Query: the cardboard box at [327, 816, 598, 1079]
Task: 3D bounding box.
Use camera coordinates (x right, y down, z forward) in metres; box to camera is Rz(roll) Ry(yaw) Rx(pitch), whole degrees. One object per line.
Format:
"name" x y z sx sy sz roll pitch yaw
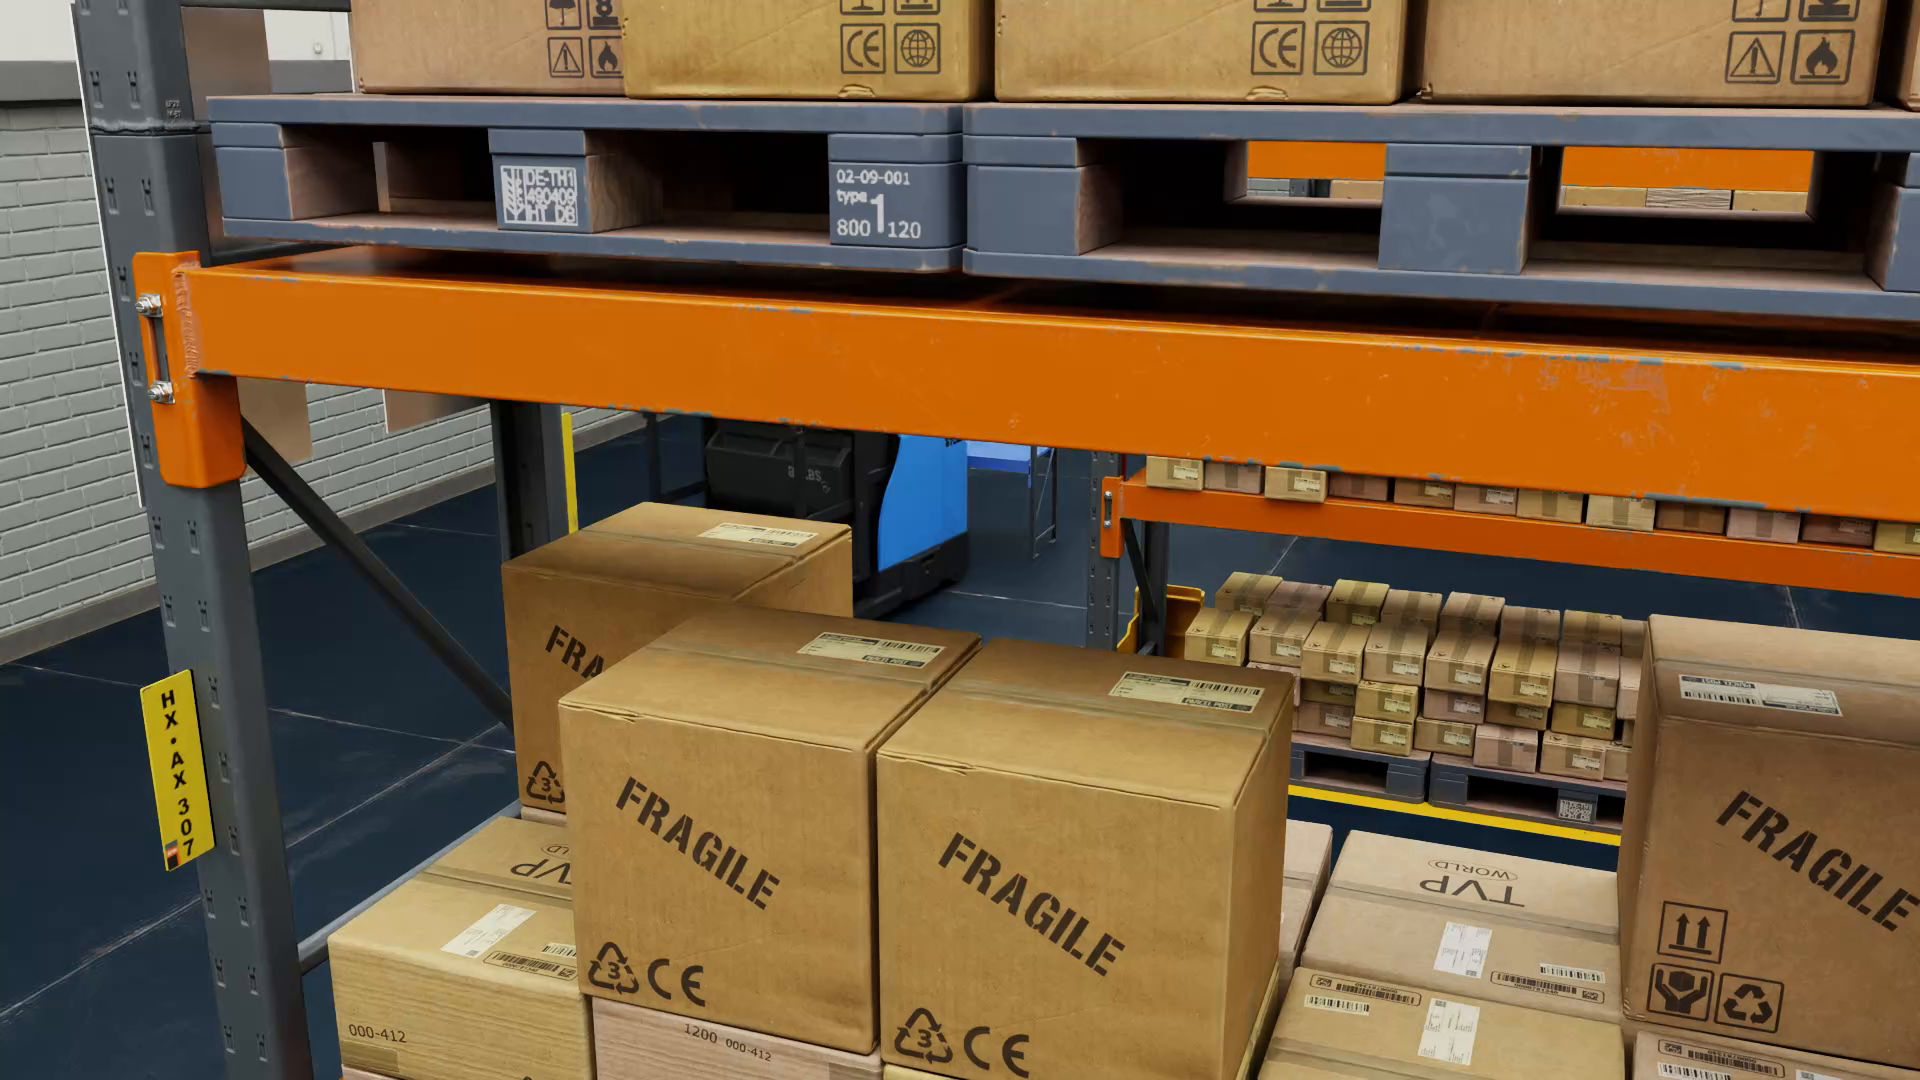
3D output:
"cardboard box" -0.747 0.743 2.968 0.500 0.250 0.500 6 17 19

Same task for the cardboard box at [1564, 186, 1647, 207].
"cardboard box" 4.313 -2.128 11.150 0.500 0.500 0.500 6 17 21

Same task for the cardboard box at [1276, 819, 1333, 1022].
"cardboard box" 0.399 0.709 3.086 0.500 0.250 0.500 6 17 19

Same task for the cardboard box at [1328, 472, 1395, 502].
"cardboard box" 1.774 -0.294 7.258 0.250 0.149 0.380 7 18 23

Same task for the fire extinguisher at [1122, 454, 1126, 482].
"fire extinguisher" 0.754 -0.510 8.358 0.183 0.674 0.296 6 17 21

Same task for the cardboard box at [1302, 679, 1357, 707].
"cardboard box" 1.707 0.609 7.524 0.250 0.149 0.380 7 17 21

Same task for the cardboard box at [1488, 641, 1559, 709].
"cardboard box" 2.414 0.572 7.116 0.250 0.149 0.380 7 17 21

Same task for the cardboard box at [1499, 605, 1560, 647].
"cardboard box" 2.597 0.435 7.588 0.250 0.149 0.380 6 17 19

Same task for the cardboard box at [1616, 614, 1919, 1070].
"cardboard box" 1.334 0.454 2.621 0.500 0.500 0.500 6 17 19

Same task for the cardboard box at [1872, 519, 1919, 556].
"cardboard box" 3.682 -0.060 6.452 0.250 0.149 0.380 7 18 23

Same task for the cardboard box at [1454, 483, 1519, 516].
"cardboard box" 2.237 -0.228 7.028 0.250 0.149 0.380 6 17 20

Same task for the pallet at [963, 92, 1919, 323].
"pallet" 0.738 -0.505 2.313 1.213 0.211 1.003 6 17 21

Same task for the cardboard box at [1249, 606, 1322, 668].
"cardboard box" 1.483 0.440 7.572 0.250 0.149 0.380 7 17 22

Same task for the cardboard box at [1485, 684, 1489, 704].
"cardboard box" 2.371 0.667 7.855 0.250 0.149 0.380 5 17 18

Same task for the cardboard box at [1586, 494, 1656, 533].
"cardboard box" 2.708 -0.161 6.798 0.250 0.149 0.380 7 17 22

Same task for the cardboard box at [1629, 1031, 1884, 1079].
"cardboard box" 1.162 0.952 2.250 0.500 0.250 0.500 7 17 22

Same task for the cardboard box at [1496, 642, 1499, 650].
"cardboard box" 2.617 0.557 7.701 0.250 0.149 0.380 7 18 23

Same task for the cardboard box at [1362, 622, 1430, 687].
"cardboard box" 1.931 0.502 7.356 0.250 0.149 0.380 5 17 18

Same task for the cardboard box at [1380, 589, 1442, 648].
"cardboard box" 2.123 0.366 7.825 0.250 0.149 0.380 6 17 18

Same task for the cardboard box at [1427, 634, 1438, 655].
"cardboard box" 2.111 0.531 7.793 0.250 0.149 0.380 6 17 20

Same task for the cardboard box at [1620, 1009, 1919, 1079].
"cardboard box" 1.341 0.814 2.726 0.500 0.250 0.500 7 17 22

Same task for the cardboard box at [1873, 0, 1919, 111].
"cardboard box" 1.378 -0.755 1.900 0.500 0.500 0.700 7 18 23

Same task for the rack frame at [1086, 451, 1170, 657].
"rack frame" 0.819 -0.581 7.794 0.127 3.000 1.000 6 17 21

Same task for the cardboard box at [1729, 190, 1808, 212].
"cardboard box" 5.253 -2.025 10.795 0.500 0.500 0.500 6 17 20

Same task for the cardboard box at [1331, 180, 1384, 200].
"cardboard box" 2.884 -2.280 11.675 0.500 0.500 0.500 6 17 19

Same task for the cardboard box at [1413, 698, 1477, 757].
"cardboard box" 2.166 0.808 7.369 0.250 0.149 0.380 6 17 21

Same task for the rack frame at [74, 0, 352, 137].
"rack frame" -1.095 -2.186 2.562 0.127 3.000 1.000 6 17 21

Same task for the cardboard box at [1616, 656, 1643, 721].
"cardboard box" 2.874 0.627 6.928 0.250 0.149 0.380 6 17 19

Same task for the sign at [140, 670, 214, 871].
"sign" -1.304 0.385 2.773 0.005 0.325 0.100 6 17 21

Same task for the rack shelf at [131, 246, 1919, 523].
"rack shelf" 0.766 -0.195 2.376 4.000 0.370 1.077 6 17 21

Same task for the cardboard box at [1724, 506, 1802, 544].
"cardboard box" 3.188 -0.113 6.634 0.250 0.149 0.380 5 17 18

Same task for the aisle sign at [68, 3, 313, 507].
"aisle sign" -1.272 -0.483 2.794 0.004 0.787 0.394 6 17 21

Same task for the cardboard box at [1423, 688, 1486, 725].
"cardboard box" 2.187 0.666 7.328 0.250 0.149 0.380 5 17 18

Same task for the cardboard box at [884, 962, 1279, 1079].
"cardboard box" 0.205 0.847 2.610 0.500 0.250 0.500 6 17 19

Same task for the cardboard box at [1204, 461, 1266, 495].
"cardboard box" 1.252 -0.327 7.370 0.250 0.149 0.380 7 18 23

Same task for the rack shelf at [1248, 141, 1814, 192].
"rack shelf" 2.680 -1.471 6.772 4.000 0.370 1.077 6 17 21

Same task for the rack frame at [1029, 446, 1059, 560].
"rack frame" 0.552 -0.660 10.755 0.032 1.500 0.500 6 17 21

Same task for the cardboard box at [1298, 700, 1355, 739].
"cardboard box" 1.696 0.752 7.562 0.250 0.149 0.380 6 17 21

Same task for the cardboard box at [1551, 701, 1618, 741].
"cardboard box" 2.702 0.713 7.165 0.250 0.149 0.380 7 18 23

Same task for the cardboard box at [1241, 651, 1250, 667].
"cardboard box" 1.213 0.564 7.678 0.250 0.149 0.380 7 18 23

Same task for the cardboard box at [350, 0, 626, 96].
"cardboard box" -0.591 -1.004 2.759 0.500 0.500 0.700 5 17 17

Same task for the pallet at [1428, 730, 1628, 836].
"pallet" 2.764 0.984 7.407 1.213 0.211 1.003 6 17 21

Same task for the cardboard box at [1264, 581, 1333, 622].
"cardboard box" 1.617 0.330 7.950 0.250 0.149 0.380 7 17 22

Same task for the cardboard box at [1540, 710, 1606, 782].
"cardboard box" 2.633 0.878 7.129 0.250 0.149 0.380 6 17 21

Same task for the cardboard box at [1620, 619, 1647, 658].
"cardboard box" 3.067 0.490 7.399 0.250 0.149 0.380 6 17 18

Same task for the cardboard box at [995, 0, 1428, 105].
"cardboard box" 0.387 -0.875 2.314 0.500 0.500 0.700 5 17 17

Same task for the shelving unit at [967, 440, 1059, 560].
"shelving unit" 0.079 -0.712 10.934 1.048 1.500 0.538 6 17 21

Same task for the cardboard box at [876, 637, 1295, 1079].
"cardboard box" 0.202 0.486 2.510 0.500 0.500 0.500 6 17 19

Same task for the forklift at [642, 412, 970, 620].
"forklift" -1.126 -0.895 9.000 1.130 2.935 3.031 9 19 29
